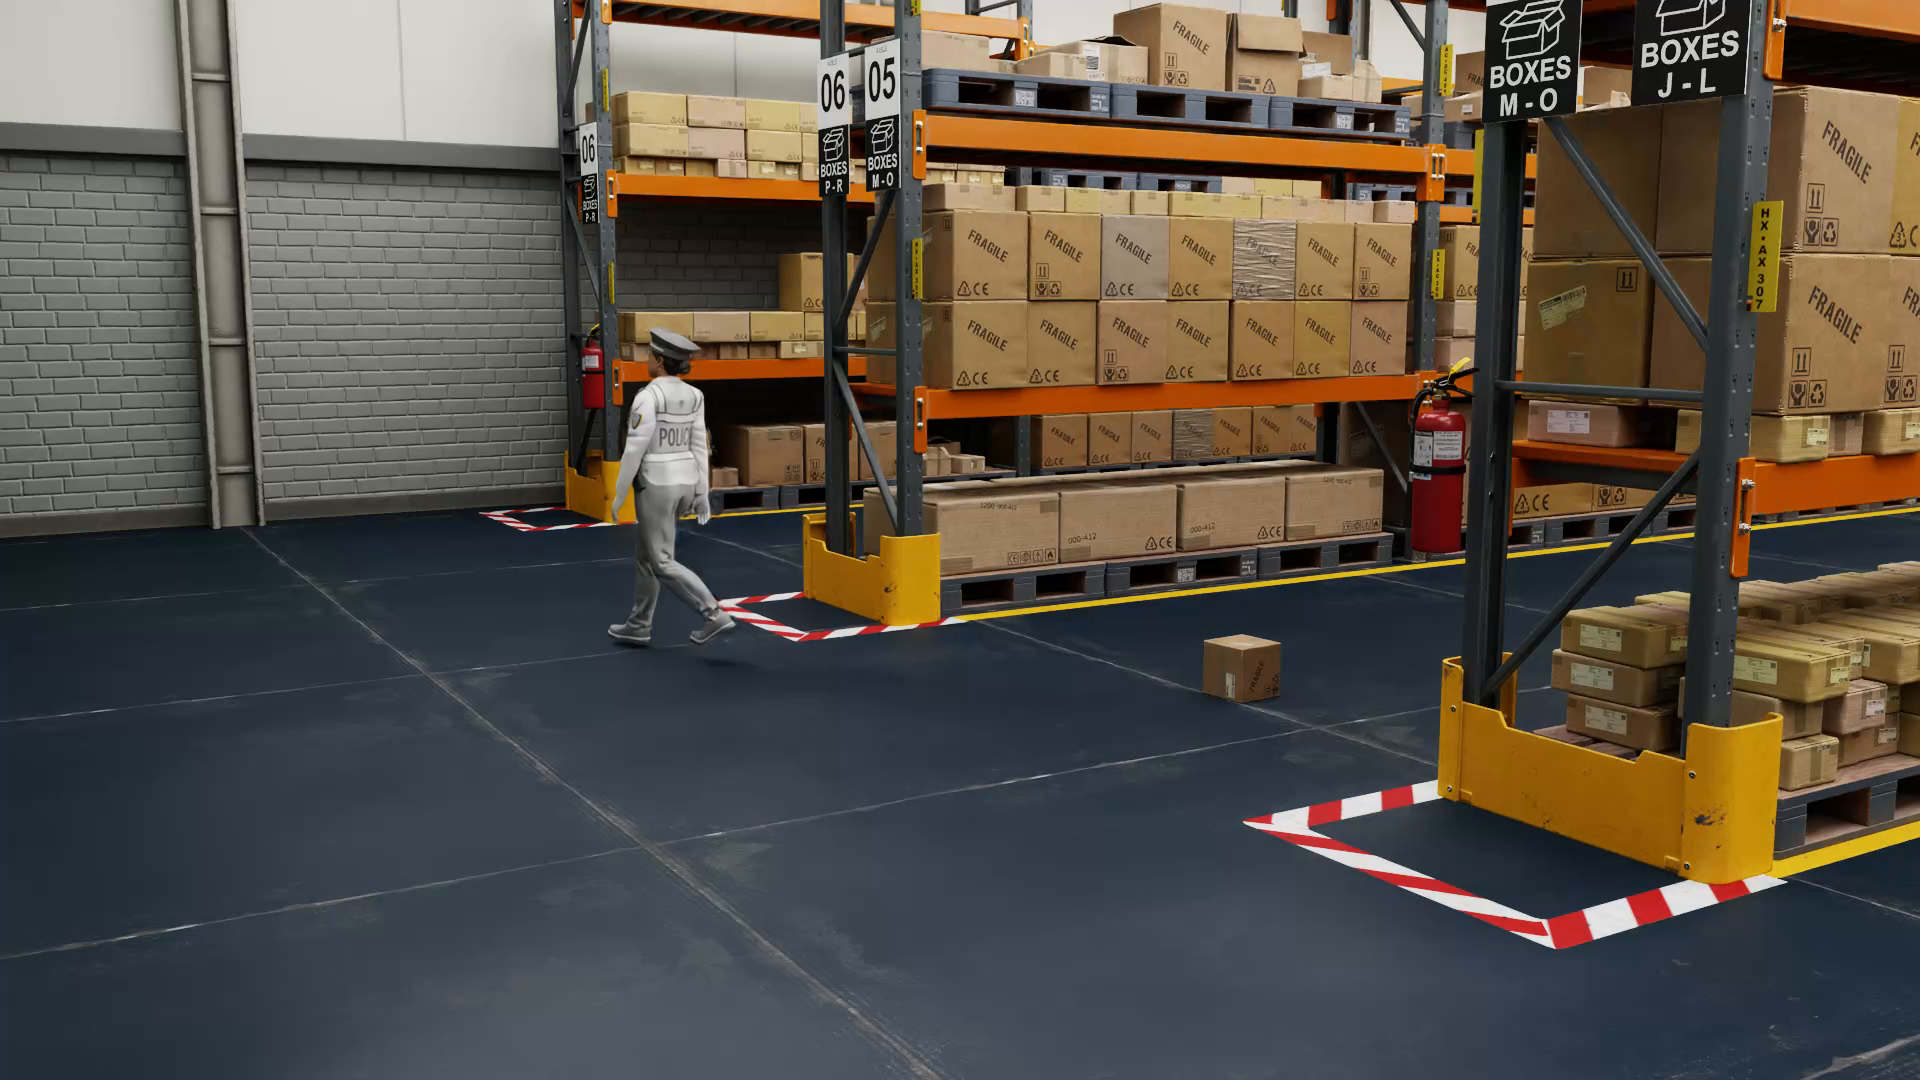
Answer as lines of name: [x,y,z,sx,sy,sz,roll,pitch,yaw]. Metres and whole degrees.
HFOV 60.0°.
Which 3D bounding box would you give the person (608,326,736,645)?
person: [-1.520,-0.261,8.468,0.895,1.646,0.496,5,9,29]
